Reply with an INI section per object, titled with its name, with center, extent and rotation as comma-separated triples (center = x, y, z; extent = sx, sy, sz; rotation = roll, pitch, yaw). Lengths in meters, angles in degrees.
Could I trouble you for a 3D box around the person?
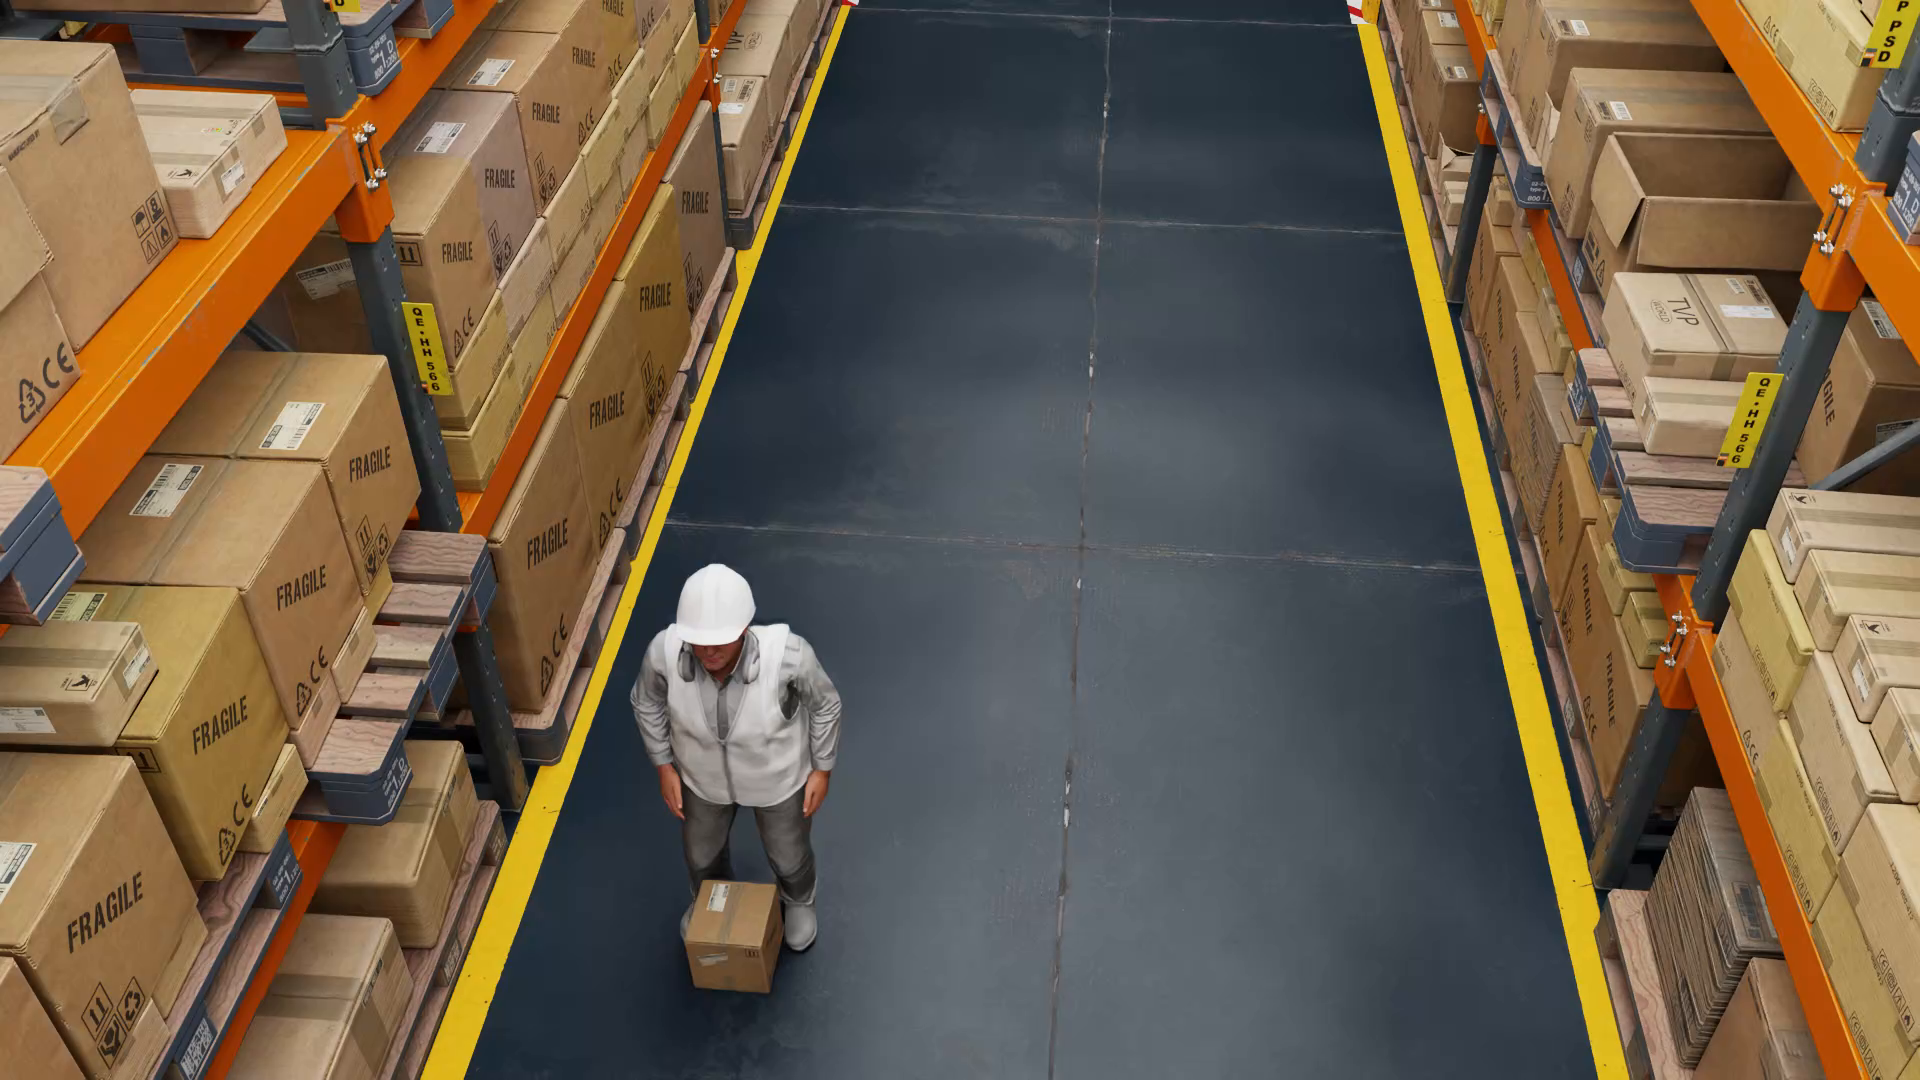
[person]
center = -0.693, 0.721, 5.285
extent = 0.658, 1.750, 0.500
rotation = 4, 40, 5
